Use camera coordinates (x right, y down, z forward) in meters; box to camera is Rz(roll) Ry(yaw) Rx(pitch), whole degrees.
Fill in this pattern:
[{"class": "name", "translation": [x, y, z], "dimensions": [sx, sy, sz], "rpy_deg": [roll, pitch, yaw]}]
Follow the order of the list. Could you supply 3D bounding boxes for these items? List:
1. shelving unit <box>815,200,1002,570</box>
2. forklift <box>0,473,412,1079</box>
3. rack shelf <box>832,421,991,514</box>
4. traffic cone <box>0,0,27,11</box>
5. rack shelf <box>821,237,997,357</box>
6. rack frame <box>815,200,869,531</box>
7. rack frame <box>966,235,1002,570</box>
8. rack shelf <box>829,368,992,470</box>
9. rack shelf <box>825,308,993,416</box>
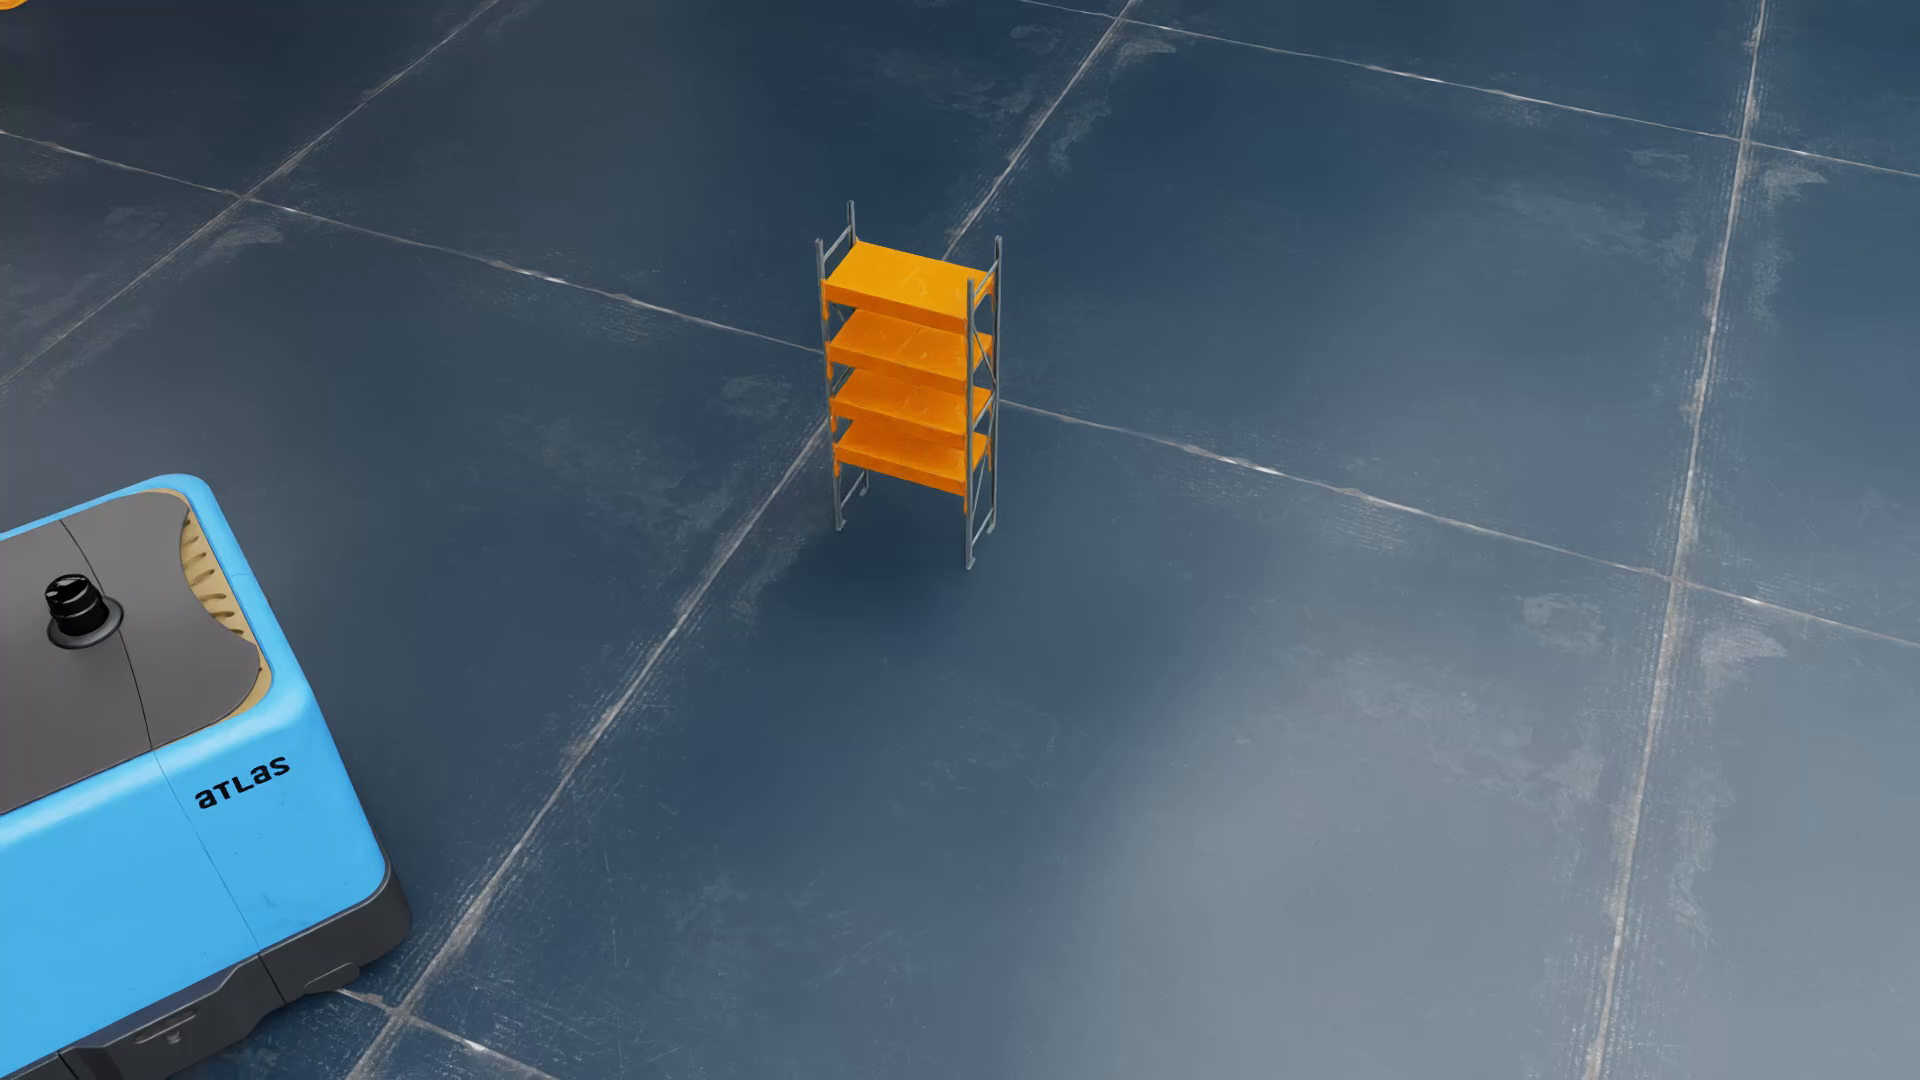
[{"class": "shelving unit", "translation": [-0.153, -0.470, 5.372], "dimensions": [0.503, 1.200, 0.258], "rpy_deg": [16, 47, 16]}, {"class": "forklift", "translation": [-3.023, 0.379, 3.291], "dimensions": [3.031, 2.935, 1.130], "rpy_deg": [-25, 50, -23]}, {"class": "rack shelf", "translation": [-0.153, -0.282, 5.559], "dimensions": [0.480, 0.148, 0.258], "rpy_deg": [16, 47, 16]}, {"class": "traffic cone", "translation": [-4.929, -2.992, 8.429], "dimensions": [0.334, 0.463, 0.336], "rpy_deg": [16, 47, 16]}, {"class": "rack shelf", "translation": [-0.153, -0.749, 5.095], "dimensions": [0.480, 0.148, 0.258], "rpy_deg": [16, 47, 16]}, {"class": "rack frame", "translation": [-0.378, -0.537, 5.439], "dimensions": [0.015, 1.200, 0.240], "rpy_deg": [16, 47, 16]}, {"class": "rack frame", "translation": [0.072, -0.404, 5.305], "dimensions": [0.015, 1.200, 0.240], "rpy_deg": [16, 47, 16]}, {"class": "rack shelf", "translation": [-0.153, -0.423, 5.419], "dimensions": [0.480, 0.148, 0.258], "rpy_deg": [16, 47, 16]}, {"class": "rack shelf", "translation": [-0.153, -0.581, 5.262], "dimensions": [0.480, 0.148, 0.258], "rpy_deg": [16, 47, 16]}]
